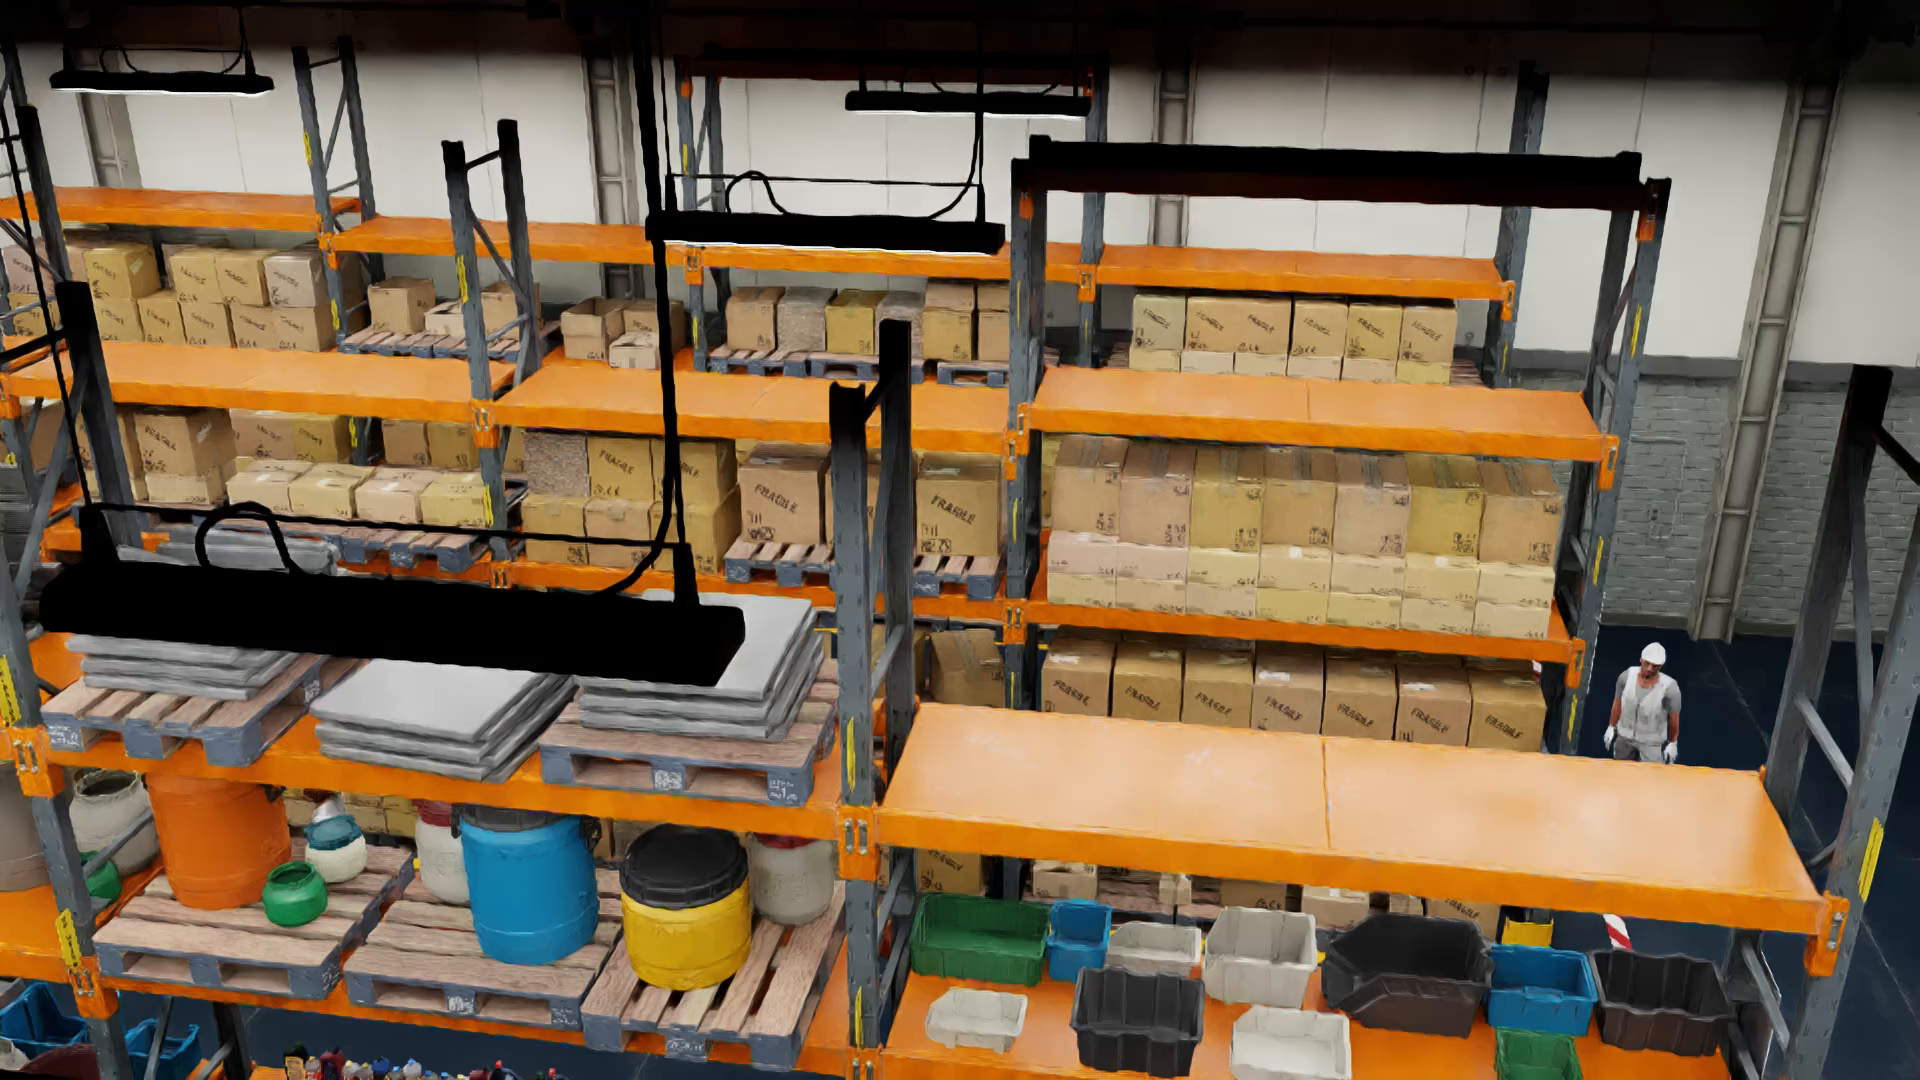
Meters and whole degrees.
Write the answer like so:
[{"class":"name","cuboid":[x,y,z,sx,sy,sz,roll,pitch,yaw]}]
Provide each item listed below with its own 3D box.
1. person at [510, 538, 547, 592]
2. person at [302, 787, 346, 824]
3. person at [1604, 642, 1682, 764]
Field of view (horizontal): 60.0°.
[{"class":"person","cuboid":[-4.320,0.647,16.735,1.097,1.585,0.451,3,23,7]},{"class":"person","cuboid":[-4.724,2.440,12.620,0.956,1.534,0.411,0,23,1]},{"class":"person","cuboid":[5.793,1.689,14.072,0.531,1.780,0.710,-20,30,-39]}]
